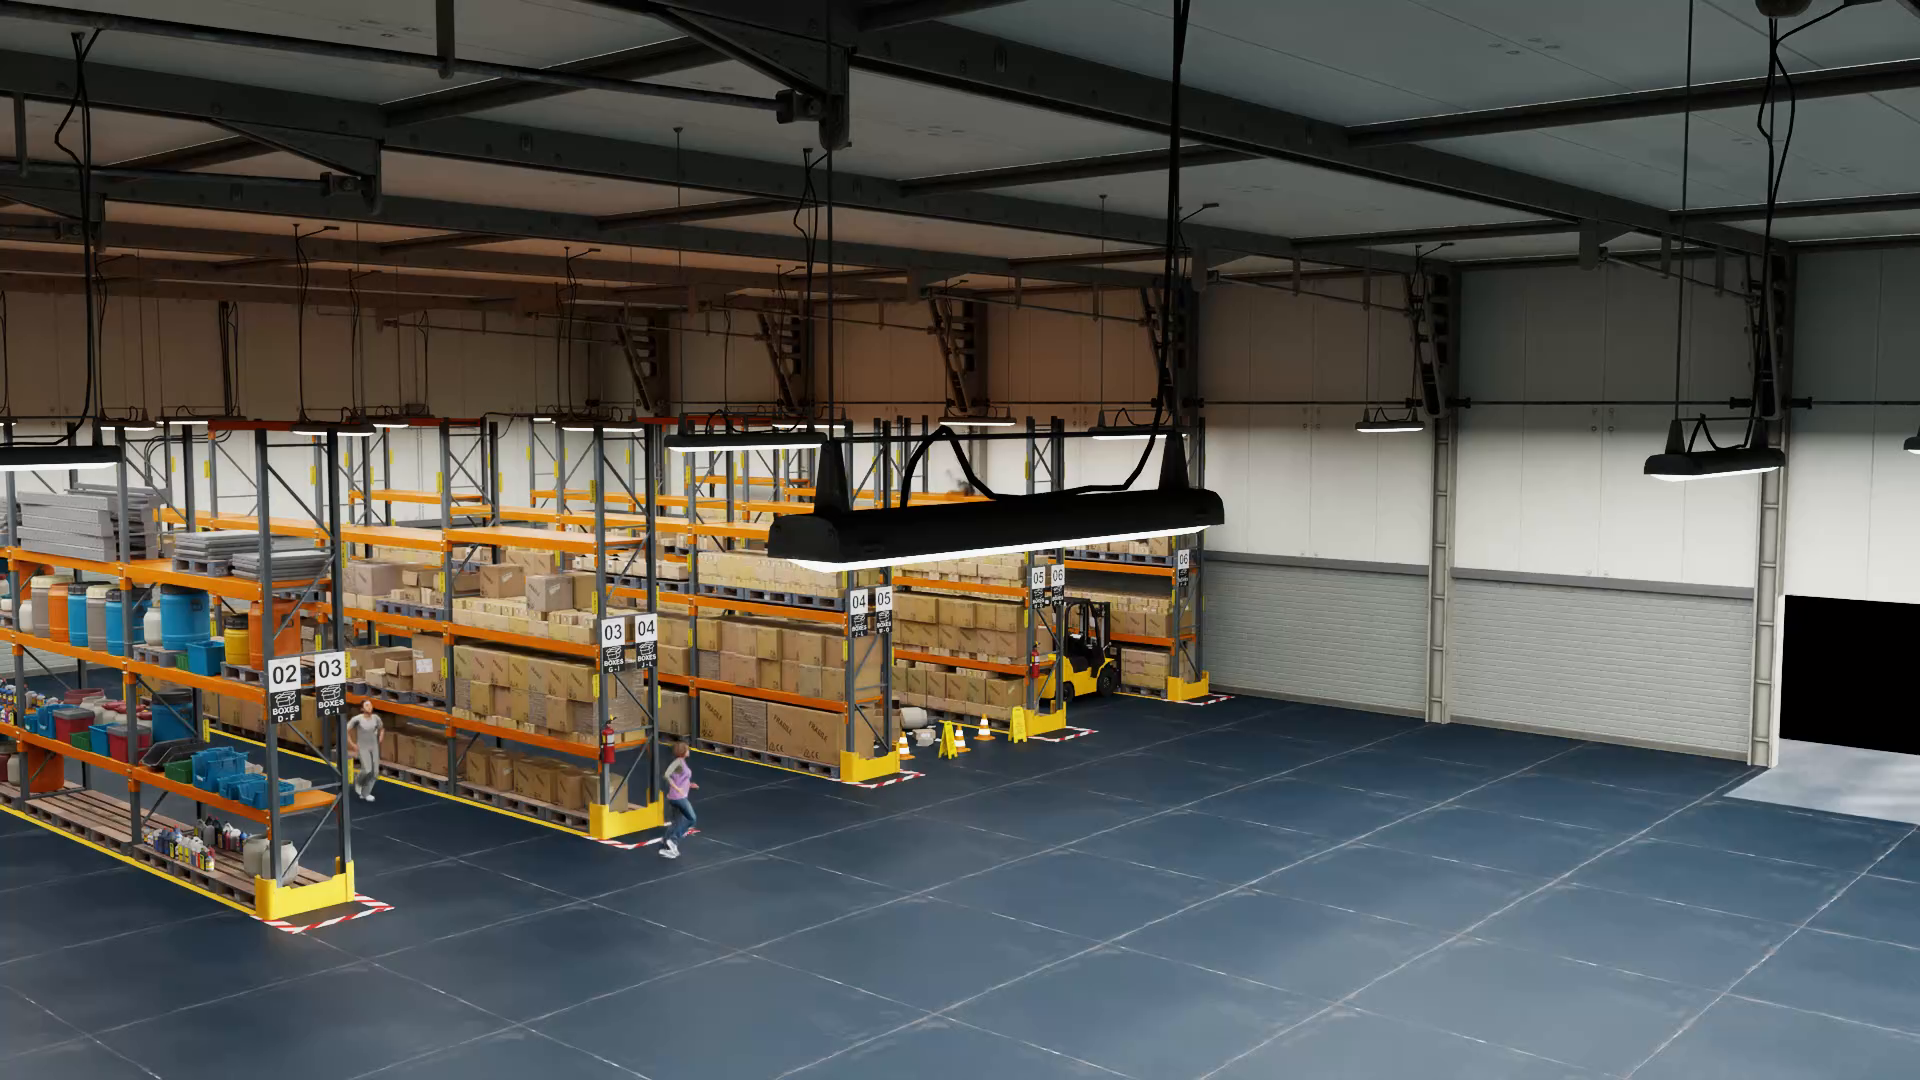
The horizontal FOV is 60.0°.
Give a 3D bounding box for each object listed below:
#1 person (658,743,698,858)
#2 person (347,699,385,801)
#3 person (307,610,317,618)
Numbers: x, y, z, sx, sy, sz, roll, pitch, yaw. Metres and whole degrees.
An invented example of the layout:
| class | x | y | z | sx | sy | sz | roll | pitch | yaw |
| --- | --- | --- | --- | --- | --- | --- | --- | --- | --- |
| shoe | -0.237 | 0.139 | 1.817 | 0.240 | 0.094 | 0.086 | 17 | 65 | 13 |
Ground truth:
| class | x | y | z | sx | sy | sz | roll | pitch | yaw |
| --- | --- | --- | --- | --- | --- | --- | --- | --- | --- |
| person | -3.946 | 3.620 | 23.266 | 0.570 | 1.561 | 0.566 | -1 | 5 | -10 |
| person | -9.372 | 3.324 | 26.337 | 0.622 | 1.625 | 0.519 | -5 | 7 | -45 |
| person | -14.646 | 2.364 | 37.479 | 0.704 | 1.731 | 0.672 | -1 | 5 | -14 |
